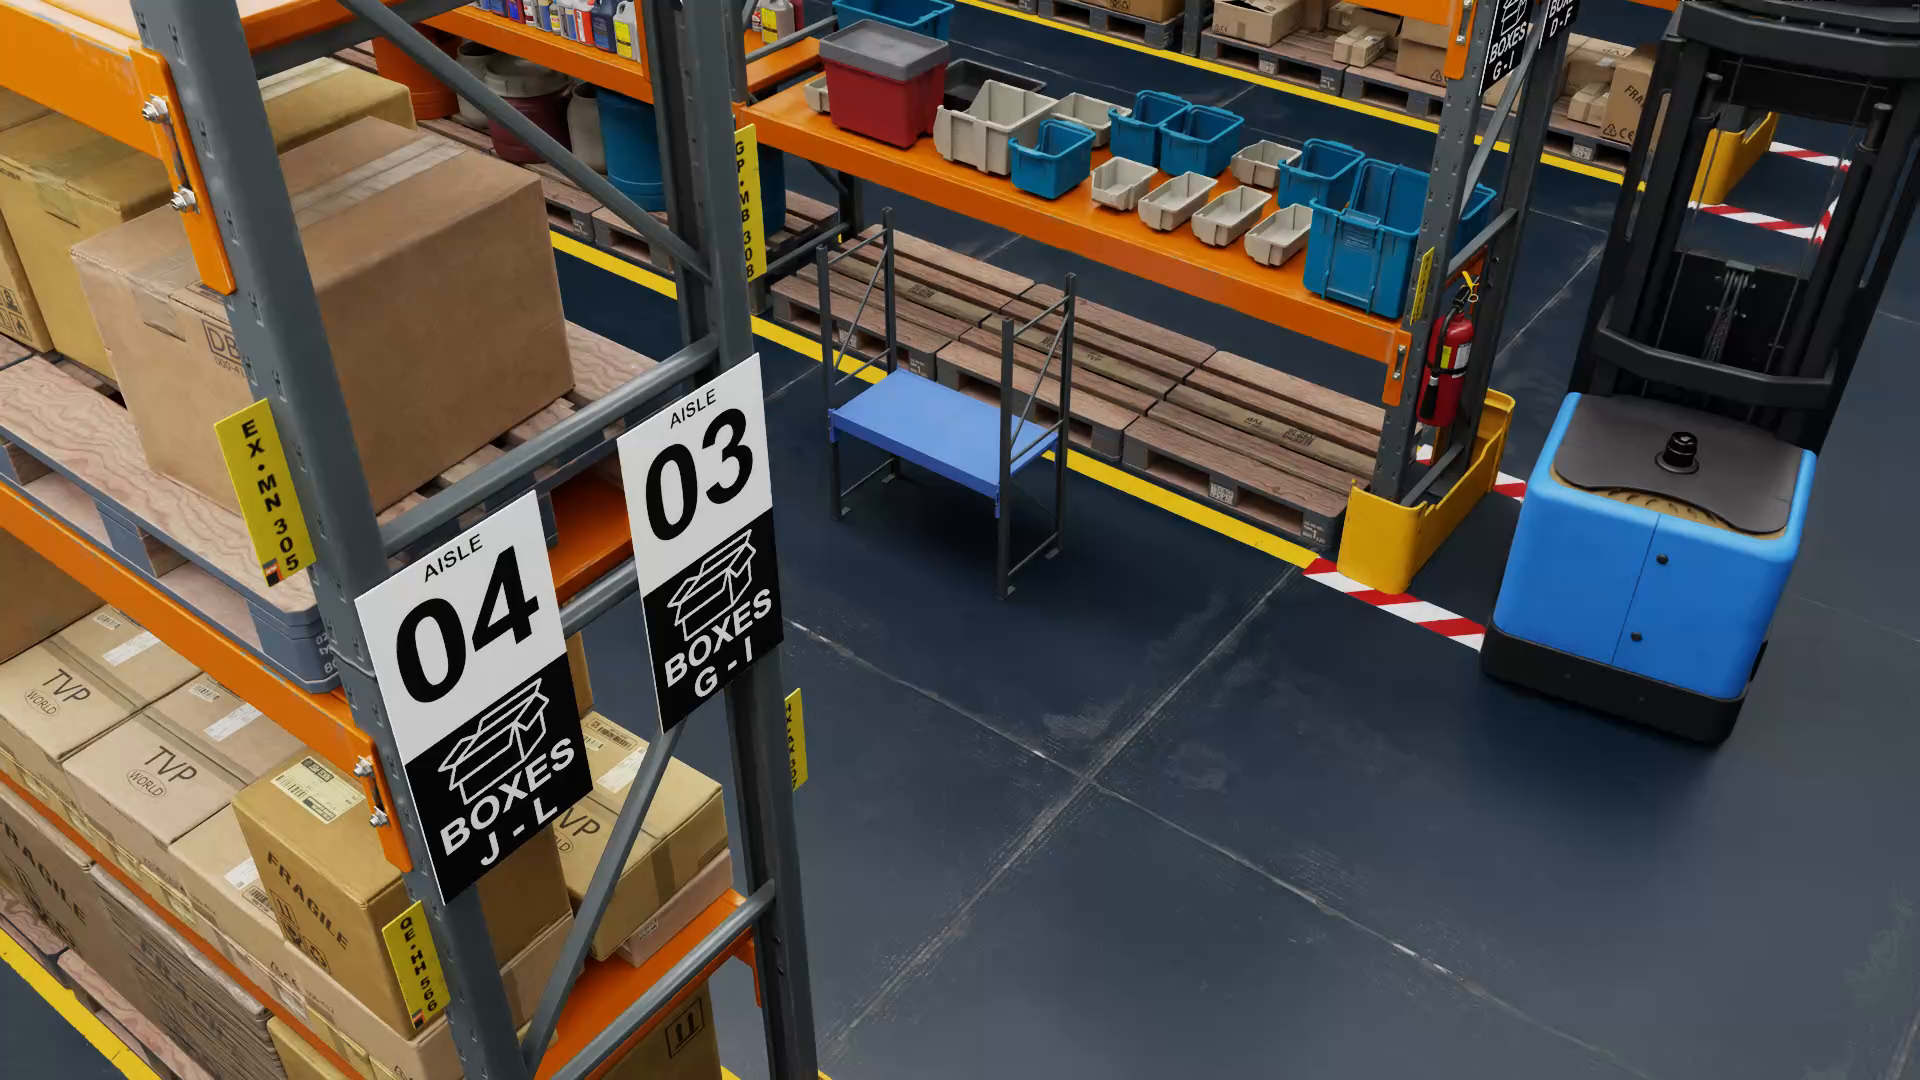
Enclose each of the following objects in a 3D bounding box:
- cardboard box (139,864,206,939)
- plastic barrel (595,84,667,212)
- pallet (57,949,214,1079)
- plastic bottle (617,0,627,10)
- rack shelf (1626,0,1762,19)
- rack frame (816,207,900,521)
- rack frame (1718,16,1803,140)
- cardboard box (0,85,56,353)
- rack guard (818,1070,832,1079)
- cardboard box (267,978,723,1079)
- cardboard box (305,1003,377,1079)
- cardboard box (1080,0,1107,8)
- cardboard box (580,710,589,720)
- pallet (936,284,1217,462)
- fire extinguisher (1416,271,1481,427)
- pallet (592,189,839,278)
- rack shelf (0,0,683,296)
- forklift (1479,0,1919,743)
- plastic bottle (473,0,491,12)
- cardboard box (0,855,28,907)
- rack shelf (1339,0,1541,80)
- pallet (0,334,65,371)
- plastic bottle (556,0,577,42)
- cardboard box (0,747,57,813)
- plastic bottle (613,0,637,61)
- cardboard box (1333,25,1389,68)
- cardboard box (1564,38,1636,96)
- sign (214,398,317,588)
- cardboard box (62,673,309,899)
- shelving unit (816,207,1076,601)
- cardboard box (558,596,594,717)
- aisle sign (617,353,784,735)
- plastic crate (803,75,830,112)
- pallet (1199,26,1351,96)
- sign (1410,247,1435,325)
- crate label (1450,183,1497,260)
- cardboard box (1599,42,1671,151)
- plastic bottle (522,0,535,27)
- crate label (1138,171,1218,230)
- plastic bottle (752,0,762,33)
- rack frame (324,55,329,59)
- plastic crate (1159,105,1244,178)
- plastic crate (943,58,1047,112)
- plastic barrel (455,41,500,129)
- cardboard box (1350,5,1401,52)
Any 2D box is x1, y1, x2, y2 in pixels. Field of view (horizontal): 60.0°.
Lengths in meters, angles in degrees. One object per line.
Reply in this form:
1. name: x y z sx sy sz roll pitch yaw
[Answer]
1. cardboard box: -2.069 0.910 4.719 0.250 0.149 0.380 24 44 28
2. plastic barrel: -1.926 -2.575 10.328 0.708 0.901 0.600 25 45 29
3. pallet: -2.422 1.545 5.967 1.213 0.211 1.003 25 45 29
4. plastic bottle: -1.930 -3.063 9.629 0.185 0.351 0.144 25 45 29
5. rack shelf: 3.659 -4.150 11.562 4.000 0.370 1.077 25 45 29
6. rack frame: -0.472 -0.813 7.932 0.032 1.500 0.500 25 45 29
7. rack frame: 5.247 -3.684 10.383 0.127 3.000 1.000 25 45 29
8. cardboard box: -2.034 -0.868 3.851 0.500 0.500 0.700 22 43 26
9. rack guard: -0.755 2.158 4.949 0.348 0.500 1.175 25 45 29
10. cardboard box: -1.331 1.636 4.971 0.875 0.875 0.875 25 45 29
11. cardboard box: -1.464 1.195 4.355 0.250 0.149 0.380 26 45 29
12. cardboard box: 1.116 -4.605 13.230 0.500 0.500 0.500 25 45 29
13. cardboard box: -1.408 0.604 4.787 0.500 0.250 0.500 25 44 28
14. pallet: 0.639 -0.947 9.149 1.213 0.211 1.003 25 45 29
15. fire extinguisher: 2.079 -0.804 7.070 0.183 0.674 0.296 25 45 29
16. pallet: -1.530 -1.970 10.455 1.213 0.211 1.003 25 45 29
17. rack shelf: -2.363 -1.505 3.642 4.000 0.370 1.077 25 45 29
18. forklift: 3.415 -1.204 7.271 1.130 2.935 3.031 18 42 22
19. plastic bottle: -2.871 -3.368 10.080 0.135 0.276 0.152 25 45 29
20. cardboard box: -3.476 0.625 6.263 0.875 0.875 0.875 25 45 29
21. rack shelf: 0.646 -2.907 7.541 4.000 0.370 1.077 25 45 29
22. pallet: -2.343 -0.710 4.224 1.213 0.211 1.003 25 45 29
23. plastic bottle: -2.249 -3.075 9.706 0.135 0.276 0.152 25 45 29
24. cardboard box: -2.679 0.623 5.086 0.250 0.149 0.380 24 44 27
25. plastic bottle: -1.871 -2.923 9.451 0.185 0.351 0.144 25 45 29
26. cardboard box: 2.965 -3.658 12.291 0.250 0.166 0.380 25 45 29
27. cardboard box: 4.591 -3.305 11.772 0.500 0.250 0.500 25 45 29
28. sign: -1.115 -0.073 2.684 0.005 0.325 0.100 25 45 29
29. cardboard box: -2.127 0.675 4.696 0.500 0.250 0.500 24 44 27
30. shelving unit: -0.068 -0.622 7.689 1.048 1.500 0.538 25 45 29
31. cardboard box: -1.388 0.312 4.550 0.500 0.500 0.500 24 44 28
32. aisle sign: -0.535 0.022 3.541 0.004 0.787 0.394 25 45 29
33. plastic crate: -0.659 -2.434 8.951 0.243 0.136 0.396 25 45 29
34. pallet: 2.615 -3.827 12.827 1.213 0.211 1.003 25 45 29
35. sign: 1.914 -1.049 6.885 0.005 0.325 0.100 25 45 29
36. crate label: 2.239 -1.472 7.644 0.303 0.233 0.416 25 45 29
37. cardboard box: 4.666 -2.956 11.124 0.500 0.500 0.500 25 45 29
38. plastic bottle: -2.542 -3.162 9.878 0.097 0.201 0.097 0 38 0
39. crate label: 1.020 -1.605 7.892 0.243 0.136 0.396 25 45 29
40. plastic bottle: -1.183 -3.111 9.812 0.097 0.201 0.097 0 38 0
41. rack frame: -4.119 -4.256 11.114 0.127 3.000 1.000 25 45 29
42. plastic crate: 1.193 -1.965 8.274 0.300 0.233 0.416 25 45 29
43. plastic crate: 0.110 -2.386 8.899 0.590 0.125 0.437 25 45 29
44. plastic barrel: -3.218 -3.100 11.314 0.421 0.512 0.421 0 38 0
45. cardboard box: 3.291 -3.942 12.536 0.500 0.311 0.500 25 45 29
